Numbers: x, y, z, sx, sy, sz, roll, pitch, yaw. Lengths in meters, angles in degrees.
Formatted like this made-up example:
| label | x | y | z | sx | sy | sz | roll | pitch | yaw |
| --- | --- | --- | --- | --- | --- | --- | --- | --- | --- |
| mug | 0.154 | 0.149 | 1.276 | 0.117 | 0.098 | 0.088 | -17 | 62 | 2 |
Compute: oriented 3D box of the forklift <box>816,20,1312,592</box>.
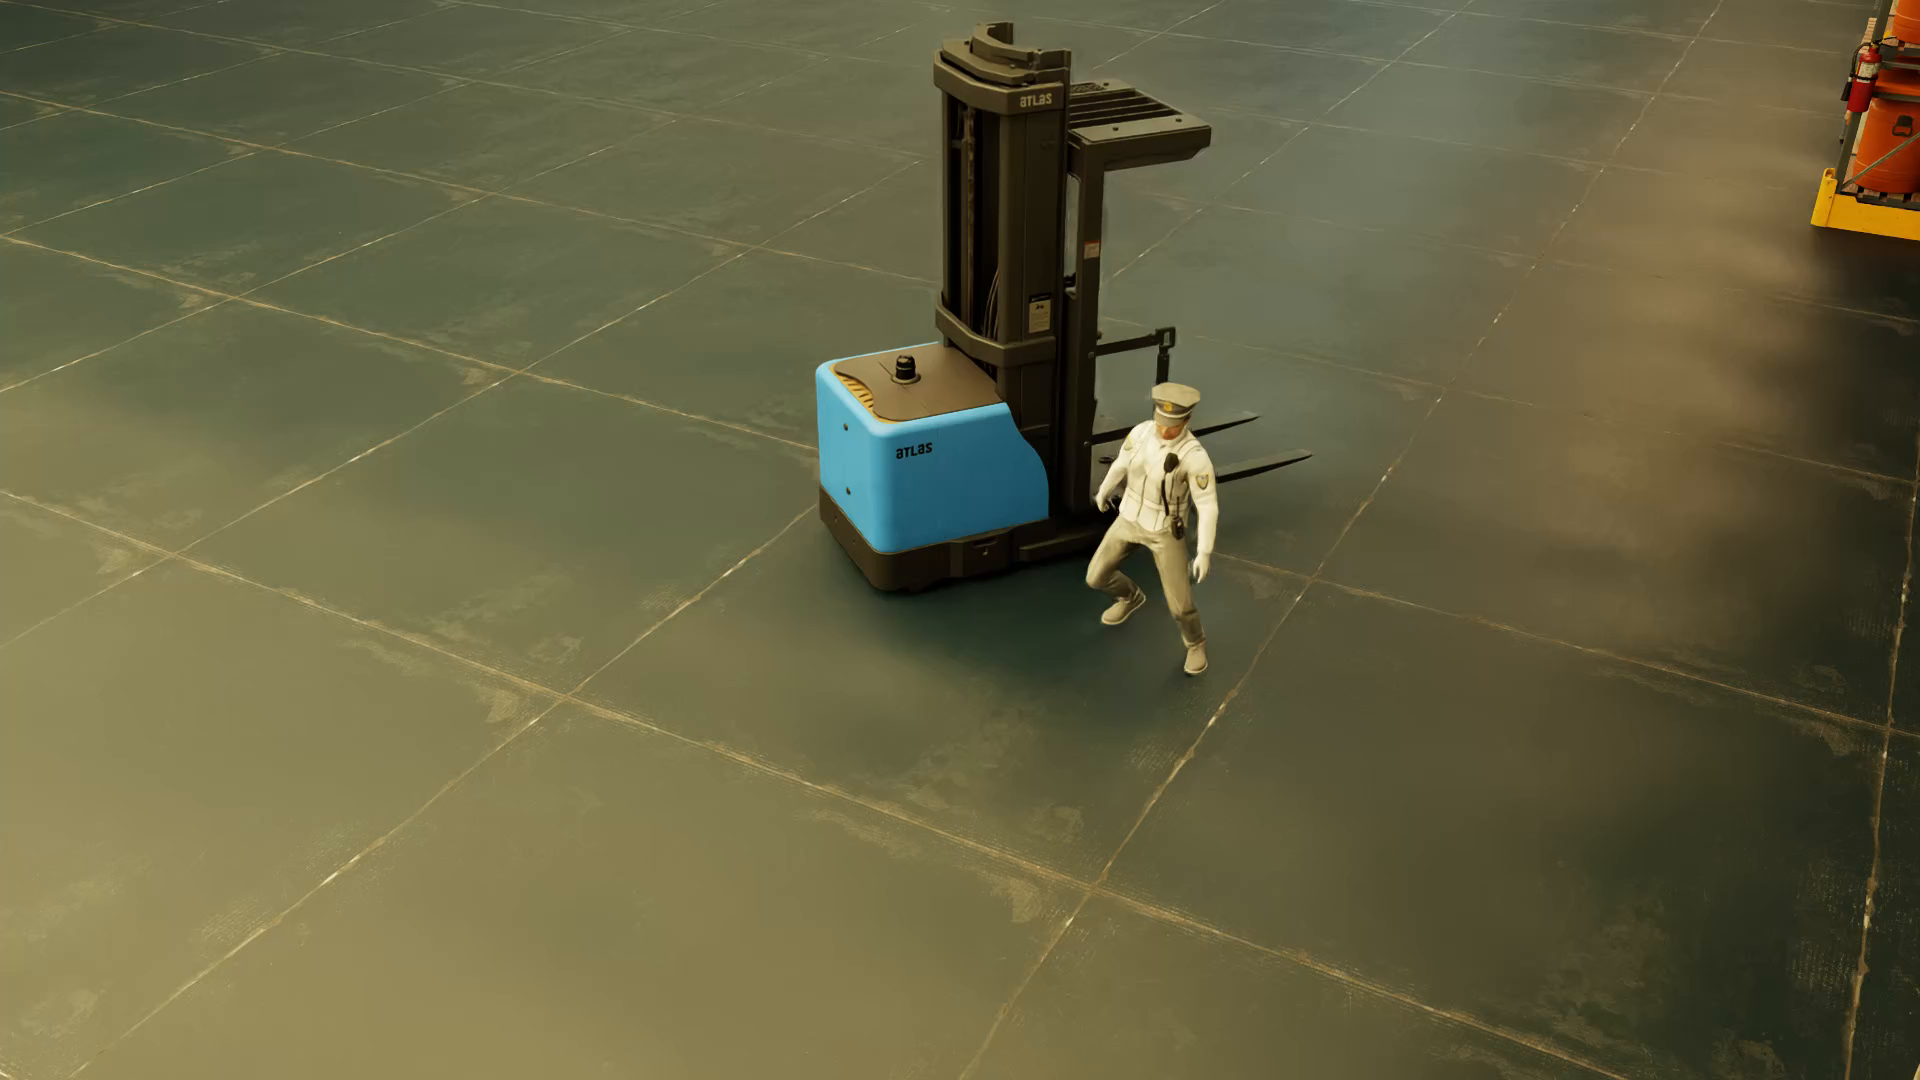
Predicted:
| label | x | y | z | sx | sy | sz | roll | pitch | yaw |
| --- | --- | --- | --- | --- | --- | --- | --- | --- | --- |
| forklift | 0.711 | -1.456 | 9.593 | 3.031 | 2.935 | 1.130 | -13 | 32 | -21 |

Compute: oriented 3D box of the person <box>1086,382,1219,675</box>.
| label | x | y | z | sx | sy | sz | roll | pitch | yaw |
| --- | --- | --- | --- | --- | --- | --- | --- | --- | --- |
| person | 0.992 | -0.087 | 8.597 | 0.472 | 1.580 | 0.828 | -26 | 39 | -38 |
